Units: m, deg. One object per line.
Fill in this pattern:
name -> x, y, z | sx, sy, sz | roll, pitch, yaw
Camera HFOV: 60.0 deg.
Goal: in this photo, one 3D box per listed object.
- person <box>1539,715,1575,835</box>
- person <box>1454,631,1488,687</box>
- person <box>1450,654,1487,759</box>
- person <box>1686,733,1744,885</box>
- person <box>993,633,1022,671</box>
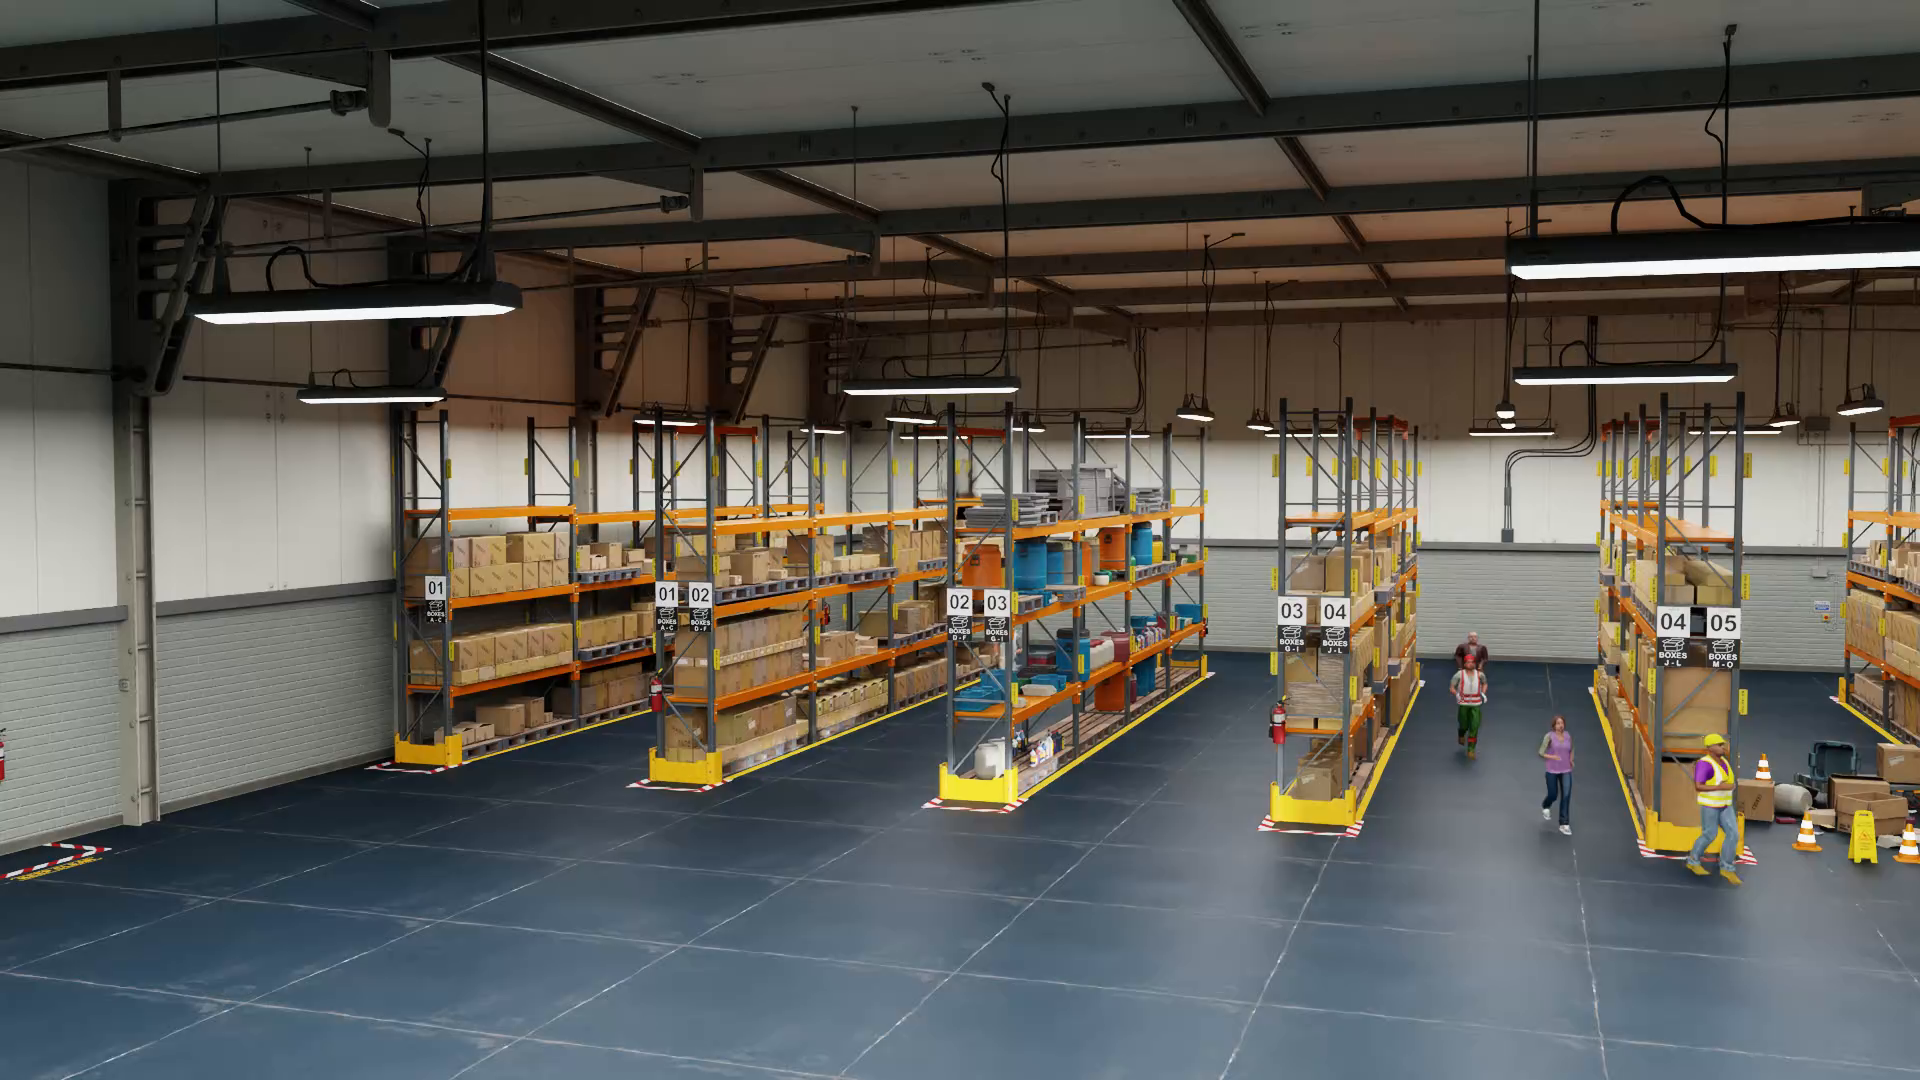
person -> 8.248, 3.202, 22.917 | 0.541, 1.574, 0.867 | 0, 2, 2
person -> 10.285, 2.694, 33.411 | 0.627, 1.723, 0.760 | 0, 2, 8
person -> 8.870, 2.875, 28.949 | 0.655, 1.769, 0.880 | 0, 2, 7
person -> 9.164, 3.256, 20.195 | 0.695, 1.820, 0.697 | -1, 3, -29
person -> 1.036, 2.597, 35.759 | 0.653, 1.742, 0.587 | 0, 2, 10
